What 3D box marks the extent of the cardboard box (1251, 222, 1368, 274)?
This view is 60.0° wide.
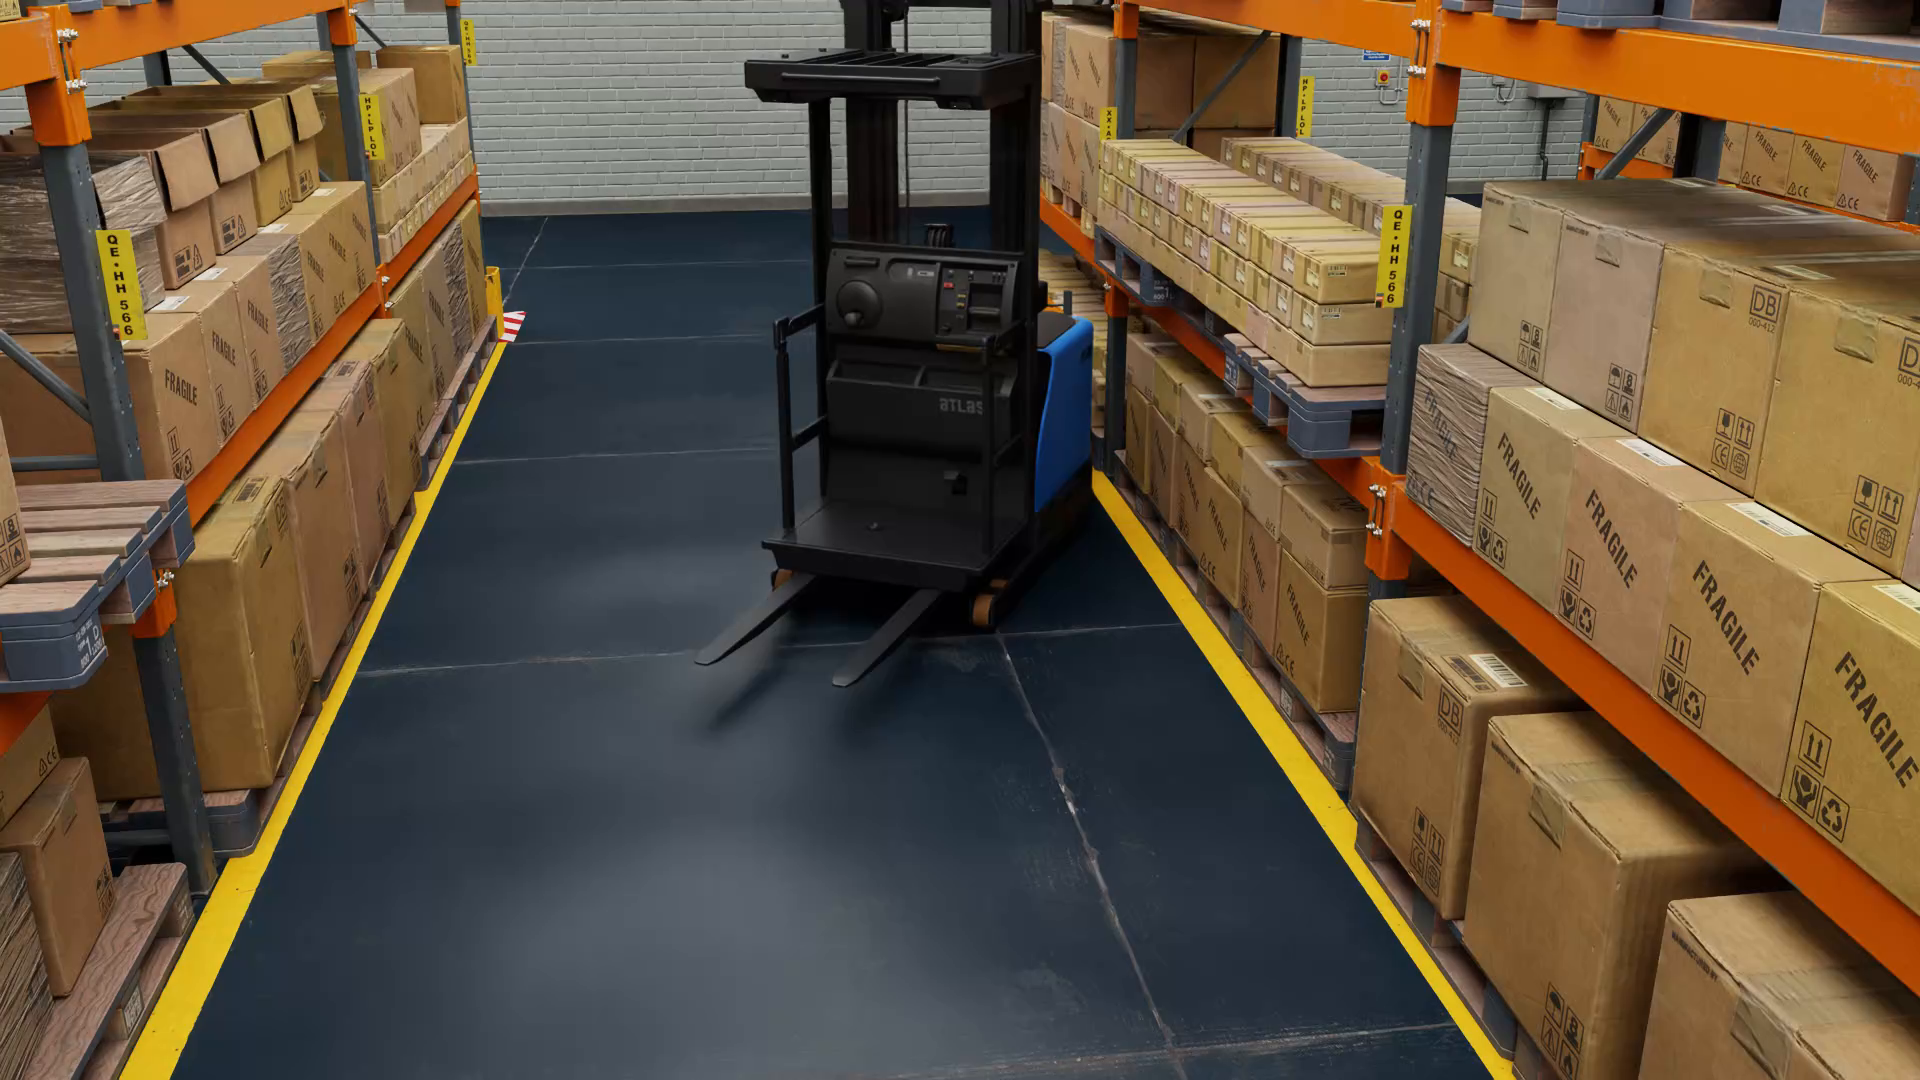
[{"bbox_3d":[1.324,-1.109,6.307,0.380,0.149,0.250,-2,21,-6],"label":"cardboard box"}]

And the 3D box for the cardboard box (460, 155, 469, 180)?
[{"bbox_3d":[-3.739,-2.667,11.930,0.380,0.149,0.250,-3,21,-7],"label":"cardboard box"}]

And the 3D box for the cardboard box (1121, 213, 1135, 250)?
[{"bbox_3d":[1.023,-1.549,8.335,0.380,0.149,0.250,-3,21,-7],"label":"cardboard box"}]

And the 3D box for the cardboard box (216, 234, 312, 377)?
[{"bbox_3d":[-3.027,-0.969,6.882,0.500,0.500,0.500,-3,21,-8],"label":"cardboard box"}]

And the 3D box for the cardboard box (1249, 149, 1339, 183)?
[{"bbox_3d":[1.670,-1.858,8.312,0.380,0.149,0.250,-4,21,-9],"label":"cardboard box"}]

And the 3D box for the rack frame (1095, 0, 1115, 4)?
[{"bbox_3d":[0.767,-3.197,12.988,1.000,3.000,0.127,-3,21,-8],"label":"rack frame"}]

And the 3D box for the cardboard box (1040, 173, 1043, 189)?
[{"bbox_3d":[0.748,-2.504,11.491,0.380,0.149,0.250,-3,21,-9],"label":"cardboard box"}]

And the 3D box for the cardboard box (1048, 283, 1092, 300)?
[{"bbox_3d":[0.716,-1.683,11.560,0.380,0.149,0.250,-3,21,-7],"label":"cardboard box"}]

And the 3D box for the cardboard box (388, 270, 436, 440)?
[{"bbox_3d":[-3.595,-1.031,9.625,0.875,0.875,0.875,-3,21,-8],"label":"cardboard box"}]

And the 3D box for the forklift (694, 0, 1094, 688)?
[{"bbox_3d":[-0.254,-1.126,7.541,1.130,2.935,3.031,7,22,18],"label":"forklift"}]

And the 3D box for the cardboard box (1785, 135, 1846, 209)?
[{"bbox_3d":[5.828,-2.469,10.896,0.500,0.500,0.500,-3,21,-9],"label":"cardboard box"}]

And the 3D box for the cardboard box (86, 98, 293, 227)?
[{"bbox_3d":[-3.391,-1.654,7.282,0.797,0.503,0.637,-3,21,-7],"label":"cardboard box"}]

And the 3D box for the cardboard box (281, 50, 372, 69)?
[{"bbox_3d":[-4.282,-3.049,11.310,0.500,0.500,0.500,-3,21,-9],"label":"cardboard box"}]

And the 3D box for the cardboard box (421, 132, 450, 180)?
[{"bbox_3d":[-3.677,-2.544,11.031,0.500,0.250,0.500,-4,21,-10],"label":"cardboard box"}]

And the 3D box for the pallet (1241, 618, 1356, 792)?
[{"bbox_3d":[1.809,0.609,6.785,1.003,0.211,1.213,-3,21,-8],"label":"pallet"}]

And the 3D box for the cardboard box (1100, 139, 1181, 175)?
[{"bbox_3d":[0.945,-2.010,8.719,0.380,0.149,0.250,-2,21,-5],"label":"cardboard box"}]

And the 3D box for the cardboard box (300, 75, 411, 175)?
[{"bbox_3d":[-3.458,-2.367,9.483,0.500,0.500,0.500,-3,21,-8],"label":"cardboard box"}]

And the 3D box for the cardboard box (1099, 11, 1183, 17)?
[{"bbox_3d":[1.236,-3.350,11.402,0.500,0.500,0.500,-2,21,-5],"label":"cardboard box"}]

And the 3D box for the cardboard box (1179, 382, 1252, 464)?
[{"bbox_3d":[1.337,-0.559,7.825,0.500,0.250,0.500,-2,21,-6],"label":"cardboard box"}]

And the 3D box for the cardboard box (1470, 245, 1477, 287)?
[{"bbox_3d":[2.045,-0.956,5.897,0.380,0.149,0.250,-3,21,-8],"label":"cardboard box"}]

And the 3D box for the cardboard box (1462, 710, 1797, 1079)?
[{"bbox_3d":[2.048,0.948,4.506,1.050,0.750,0.750,-3,21,-7],"label":"cardboard box"}]

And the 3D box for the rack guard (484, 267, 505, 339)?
[{"bbox_3d":[-4.159,-1.819,12.872,1.175,0.500,0.348,-3,21,-8],"label":"rack guard"}]

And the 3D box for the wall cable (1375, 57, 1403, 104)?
[{"bbox_3d":[4.815,-5.923,18.791,0.585,1.953,0.123,-3,21,-8],"label":"wall cable"}]

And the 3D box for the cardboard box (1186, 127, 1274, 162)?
[{"bbox_3d":[1.522,-2.182,9.704,0.500,0.500,0.500,-3,21,-9],"label":"cardboard box"}]

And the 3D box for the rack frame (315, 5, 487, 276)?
[{"bbox_3d":[-4.156,-2.982,12.412,1.000,3.000,0.127,-3,21,-8],"label":"rack frame"}]

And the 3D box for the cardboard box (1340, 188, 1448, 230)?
[{"bbox_3d":[1.854,-1.409,7.111,0.380,0.149,0.250,-2,21,-6],"label":"cardboard box"}]

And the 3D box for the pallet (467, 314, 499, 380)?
[{"bbox_3d":[-3.963,-1.402,12.169,1.003,0.211,1.213,-3,21,-8],"label":"pallet"}]

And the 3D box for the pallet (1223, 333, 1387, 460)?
[{"bbox_3d":[1.712,-0.578,6.252,1.213,0.211,1.003,-3,21,-8],"label":"pallet"}]

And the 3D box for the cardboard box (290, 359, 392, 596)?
[{"bbox_3d":[-3.337,-0.268,7.583,1.225,0.875,0.875,-4,21,-10],"label":"cardboard box"}]

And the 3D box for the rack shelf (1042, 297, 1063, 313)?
[{"bbox_3d":[0.277,-1.282,9.704,0.538,0.278,1.000,-4,21,-10],"label":"rack shelf"}]

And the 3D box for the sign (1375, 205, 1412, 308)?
[{"bbox_3d":[1.385,-0.902,5.301,0.100,0.325,0.005,-3,21,-8],"label":"sign"}]

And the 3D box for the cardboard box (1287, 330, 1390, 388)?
[{"bbox_3d":[1.394,-0.654,5.938,0.380,0.149,0.250,-3,21,-7],"label":"cardboard box"}]

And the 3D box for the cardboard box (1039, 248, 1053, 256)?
[{"bbox_3d":[0.506,-2.138,12.778,0.380,0.149,0.250,-4,21,-10],"label":"cardboard box"}]

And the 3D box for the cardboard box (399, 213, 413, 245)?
[{"bbox_3d":[-3.369,-1.780,9.555,0.380,0.149,0.250,-2,21,-6],"label":"cardboard box"}]

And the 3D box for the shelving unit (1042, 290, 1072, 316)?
[{"bbox_3d":[0.277,-1.008,9.807,0.538,1.125,1.048,-4,21,-10],"label":"shelving unit"}]

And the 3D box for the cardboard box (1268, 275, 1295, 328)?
[{"bbox_3d":[1.358,-0.886,6.134,0.380,0.149,0.250,-2,21,-6],"label":"cardboard box"}]

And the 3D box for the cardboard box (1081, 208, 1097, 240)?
[{"bbox_3d":[0.926,-1.865,9.781,0.380,0.149,0.250,-3,21,-9],"label":"cardboard box"}]

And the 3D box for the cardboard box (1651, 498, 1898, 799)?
[{"bbox_3d":[1.936,0.218,3.701,0.500,0.500,0.500,-3,21,-8],"label":"cardboard box"}]

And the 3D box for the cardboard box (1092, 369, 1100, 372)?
[{"bbox_3d":[0.932,-0.998,10.152,0.380,0.149,0.250,-4,21,-10],"label":"cardboard box"}]

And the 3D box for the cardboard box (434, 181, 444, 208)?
[{"bbox_3d":[-3.558,-2.228,10.753,0.380,0.149,0.250,-3,21,-7],"label":"cardboard box"}]

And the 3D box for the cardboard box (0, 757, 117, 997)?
[{"bbox_3d":[-2.886,0.984,4.738,0.700,0.500,0.500,-4,21,-11],"label":"cardboard box"}]

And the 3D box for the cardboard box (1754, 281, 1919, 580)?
[{"bbox_3d":[2.199,-0.257,3.544,0.700,0.500,0.500,-3,21,-8],"label":"cardboard box"}]

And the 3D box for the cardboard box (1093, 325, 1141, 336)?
[{"bbox_3d":[0.916,-1.234,10.357,0.380,0.149,0.250,-3,21,-8],"label":"cardboard box"}]

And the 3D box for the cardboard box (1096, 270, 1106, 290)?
[{"bbox_3d":[1.211,-1.900,12.141,0.380,0.149,0.250,-4,21,-10],"label":"cardboard box"}]

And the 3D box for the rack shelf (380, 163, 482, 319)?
[{"bbox_3d":[-3.867,-1.952,10.684,1.077,0.370,4.000,-3,21,-8],"label":"rack shelf"}]

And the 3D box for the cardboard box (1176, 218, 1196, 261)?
[{"bbox_3d":[1.173,-1.329,7.322,0.380,0.149,0.250,-3,21,-9],"label":"cardboard box"}]

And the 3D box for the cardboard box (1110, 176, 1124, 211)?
[{"bbox_3d":[0.985,-1.781,8.531,0.380,0.149,0.250,-3,21,-9],"label":"cardboard box"}]

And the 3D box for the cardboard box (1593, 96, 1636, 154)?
[{"bbox_3d":[5.436,-3.348,13.249,0.500,0.500,0.500,-3,21,-8],"label":"cardboard box"}]

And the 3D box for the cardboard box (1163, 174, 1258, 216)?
[{"bbox_3d":[1.133,-1.562,7.521,0.380,0.149,0.250,-2,21,-6],"label":"cardboard box"}]

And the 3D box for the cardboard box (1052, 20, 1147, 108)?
[{"bbox_3d":[0.869,-2.972,10.390,0.500,0.500,0.500,-2,21,-6],"label":"cardboard box"}]

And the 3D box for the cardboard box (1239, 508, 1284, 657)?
[{"bbox_3d":[1.496,0.153,6.992,0.500,0.500,0.500,-2,21,-6],"label":"cardboard box"}]

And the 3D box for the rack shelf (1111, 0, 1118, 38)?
[{"bbox_3d":[1.055,-3.572,10.735,1.077,0.370,4.000,-3,21,-8],"label":"rack shelf"}]

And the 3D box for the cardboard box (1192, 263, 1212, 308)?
[{"bbox_3d":[1.215,-1.098,7.127,0.380,0.149,0.250,-2,21,-6],"label":"cardboard box"}]

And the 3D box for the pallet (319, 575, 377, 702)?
[{"bbox_3d":[-3.214,0.396,7.353,1.003,0.211,1.213,-3,21,-8],"label":"pallet"}]
